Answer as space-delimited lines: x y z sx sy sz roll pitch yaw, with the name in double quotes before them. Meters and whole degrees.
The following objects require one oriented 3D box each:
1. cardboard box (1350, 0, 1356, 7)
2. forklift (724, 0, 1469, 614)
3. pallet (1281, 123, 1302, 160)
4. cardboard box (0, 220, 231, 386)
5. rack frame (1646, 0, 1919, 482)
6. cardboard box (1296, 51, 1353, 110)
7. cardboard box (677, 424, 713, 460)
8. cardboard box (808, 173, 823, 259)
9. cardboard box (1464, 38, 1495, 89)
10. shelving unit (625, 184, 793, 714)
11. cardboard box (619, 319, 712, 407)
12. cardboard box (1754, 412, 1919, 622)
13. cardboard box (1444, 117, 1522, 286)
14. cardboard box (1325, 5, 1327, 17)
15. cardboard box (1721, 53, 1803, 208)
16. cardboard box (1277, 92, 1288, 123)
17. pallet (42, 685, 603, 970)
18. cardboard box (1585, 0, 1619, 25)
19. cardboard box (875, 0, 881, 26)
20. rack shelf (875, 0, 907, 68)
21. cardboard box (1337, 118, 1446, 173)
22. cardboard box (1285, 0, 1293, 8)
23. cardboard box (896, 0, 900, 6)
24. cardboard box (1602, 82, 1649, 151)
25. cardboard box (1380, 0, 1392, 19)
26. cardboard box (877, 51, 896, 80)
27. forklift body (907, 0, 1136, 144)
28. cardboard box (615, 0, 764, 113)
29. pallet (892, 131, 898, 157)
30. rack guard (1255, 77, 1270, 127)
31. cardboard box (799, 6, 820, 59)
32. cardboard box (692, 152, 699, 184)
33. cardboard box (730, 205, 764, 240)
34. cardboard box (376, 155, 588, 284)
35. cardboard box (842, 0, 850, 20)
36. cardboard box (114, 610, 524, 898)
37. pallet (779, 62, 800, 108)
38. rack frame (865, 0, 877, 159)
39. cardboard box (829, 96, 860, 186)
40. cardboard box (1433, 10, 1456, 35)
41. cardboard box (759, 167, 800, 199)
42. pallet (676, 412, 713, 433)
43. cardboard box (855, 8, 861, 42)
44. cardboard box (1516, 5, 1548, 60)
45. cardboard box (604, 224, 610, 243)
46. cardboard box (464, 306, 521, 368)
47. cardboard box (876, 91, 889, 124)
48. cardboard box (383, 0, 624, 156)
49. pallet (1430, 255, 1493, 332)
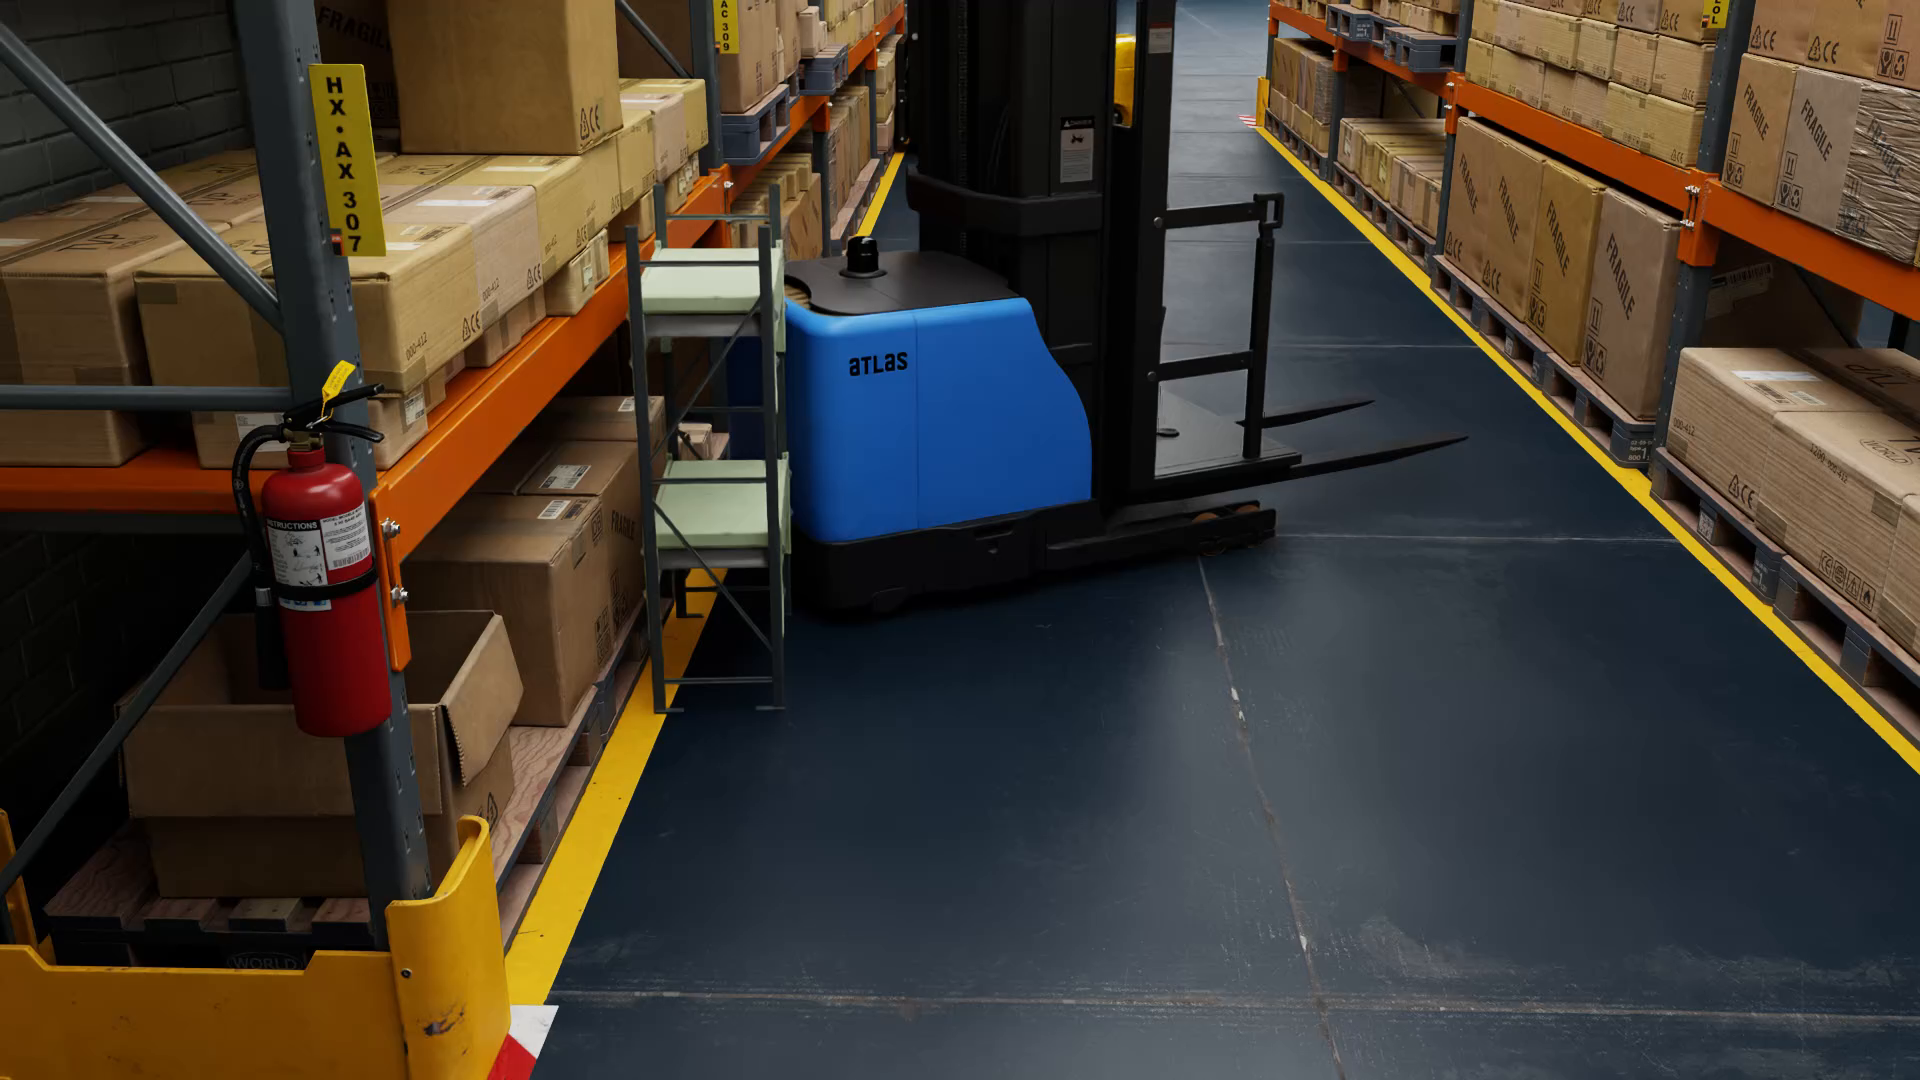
"cardboard box" 3.396 -4.420 13.540 0.380 0.149 0.250 1 21 2
"forklift" 0.655 -1.463 6.247 3.031 2.935 1.130 -10 23 -24
"pallet" 3.748 -3.923 16.347 1.003 0.211 1.213 1 21 2
"cardboard box" -1.849 -0.490 3.441 0.500 0.250 0.500 1 21 3
"rack frame" 3.486 -1.645 6.621 1.000 3.000 0.127 1 21 2
"cardboard box" 3.507 -4.386 15.871 0.500 0.500 0.500 2 21 4
"cardboard box" -1.199 -0.360 6.671 0.380 0.149 0.250 0 21 0
"cardboard box" -1.152 -2.020 10.462 0.500 0.500 0.500 1 21 3
"cardboard box" 3.341 -2.847 9.927 0.500 0.250 0.500 0 21 1
"shelving unit" -0.760 -0.302 5.226 0.431 1.500 0.755 -1 21 -4
"cardboard box" -1.236 -0.901 7.579 0.500 0.500 0.500 2 21 4
"cardboard box" 3.333 -0.097 5.593 0.875 0.438 0.875 0 21 0
"cardboard box" 3.503 -2.048 10.016 0.875 0.875 0.875 0 21 1
"cardboard box" 3.542 -4.813 15.135 0.380 0.149 0.250 0 21 1
"cardboard box" 3.210 -1.525 6.174 0.500 0.500 0.500 1 21 3
"cardboard box" 3.527 -4.424 17.006 0.500 0.250 0.500 1 21 4
"pallet" -1.572 0.733 4.350 1.003 0.211 1.213 1 21 2
"cardboard box" 3.292 -2.692 7.800 0.500 0.500 0.500 1 21 3
"cardboard box" -0.958 -4.795 14.602 0.500 0.500 0.500 0 21 0
"rack shelf" -1.172 -4.978 16.207 1.077 0.370 4.000 1 21 2
"cardboard box" 3.715 -3.318 13.987 0.950 0.372 0.625 1 21 2
"cardboard box" 3.497 -5.468 16.823 0.380 0.149 0.250 1 21 2
"cardboard box" -0.889 -5.715 16.974 0.500 0.500 0.500 1 21 3
"cardboard box" 3.264 -1.924 7.548 0.500 0.250 0.500 0 21 1
"cardboard box" 3.329 -3.949 12.326 0.380 0.149 0.250 1 21 4
"cardboard box" -0.875 -4.507 15.836 0.500 0.250 0.500 1 21 3
"forklift body" 0.655 -4.936 16.276 2.313 2.155 1.214 1 21 2
"cardboard box" -1.238 -2.113 7.109 0.700 0.500 0.500 1 21 3
"pallet" -1.132 -4.020 16.598 1.003 0.211 1.213 1 21 2
"rack guard" 3.848 -4.791 18.185 1.175 0.500 0.348 1 21 2
"cardboard box" -1.063 -2.885 9.445 0.500 0.250 0.500 0 21 -1
"cardboard box" -1.233 -1.463 6.500 0.380 0.149 0.250 1 21 2
"cardboard box" -1.222 -1.631 8.563 0.380 0.149 0.250 1 21 4
"cardboard box" -1.287 -0.847 4.362 0.500 0.250 0.500 0 21 1
"cardboard box" -1.046 -3.835 11.783 0.500 0.250 0.500 0 21 0
"cardboard box" -1.484 0.496 3.974 0.797 0.503 0.637 0 21 -1
"pallet" -1.409 -2.352 8.709 1.003 0.211 1.213 1 21 2
"rack frame" -1.233 -4.591 14.214 1.000 3.000 0.127 1 21 2
"cardboard box" -1.269 -3.210 13.358 0.875 0.625 0.625 0 21 1
"cardboard box" 3.318 -3.389 10.882 0.380 0.149 0.250 1 21 2
"cardboard box" -1.146 -2.102 9.778 0.380 0.149 0.250 0 21 0
"pallet" -1.489 -0.693 8.022 1.003 0.211 1.213 1 21 2
"cardboard box" -1.042 -3.975 12.833 0.500 0.250 0.500 1 21 2
"cardboard box" 3.301 -2.707 8.875 0.500 0.250 0.500 1 21 1
"cardboard box" -1.338 -0.995 5.294 0.380 0.149 0.250 1 21 2
"cardboard box" -1.310 -0.529 4.093 0.380 0.149 0.250 1 21 3
"cardboard box" -0.909 -3.909 14.987 0.500 0.250 0.500 1 21 1
"cardboard box" -1.269 -1.374 4.682 0.500 0.500 0.500 1 21 3
"pallet" 3.508 -1.507 10.121 1.003 0.211 1.213 1 21 2
